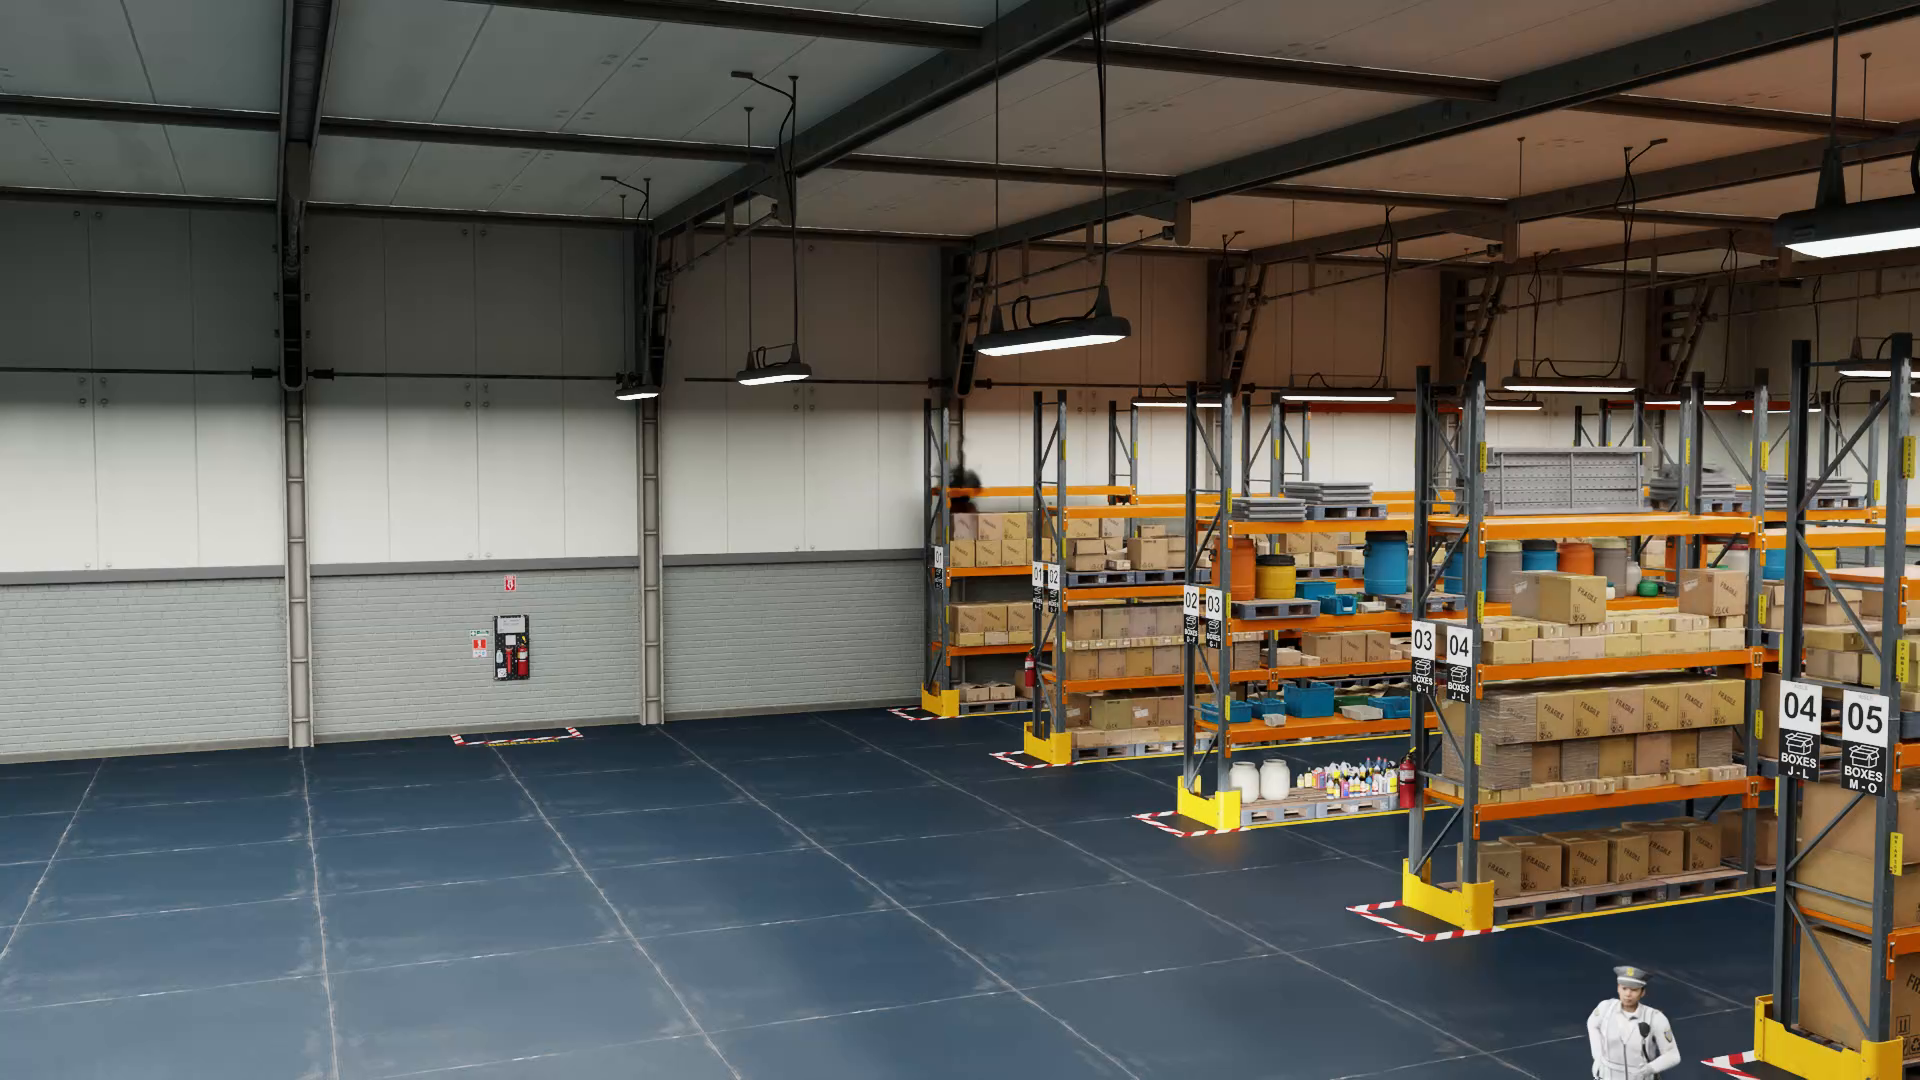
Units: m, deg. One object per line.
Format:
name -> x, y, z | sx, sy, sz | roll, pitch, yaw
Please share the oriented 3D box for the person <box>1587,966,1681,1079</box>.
person -> 4.473, 3.670, 11.080 | 0.600, 1.743, 0.741 | 2, 4, 26
